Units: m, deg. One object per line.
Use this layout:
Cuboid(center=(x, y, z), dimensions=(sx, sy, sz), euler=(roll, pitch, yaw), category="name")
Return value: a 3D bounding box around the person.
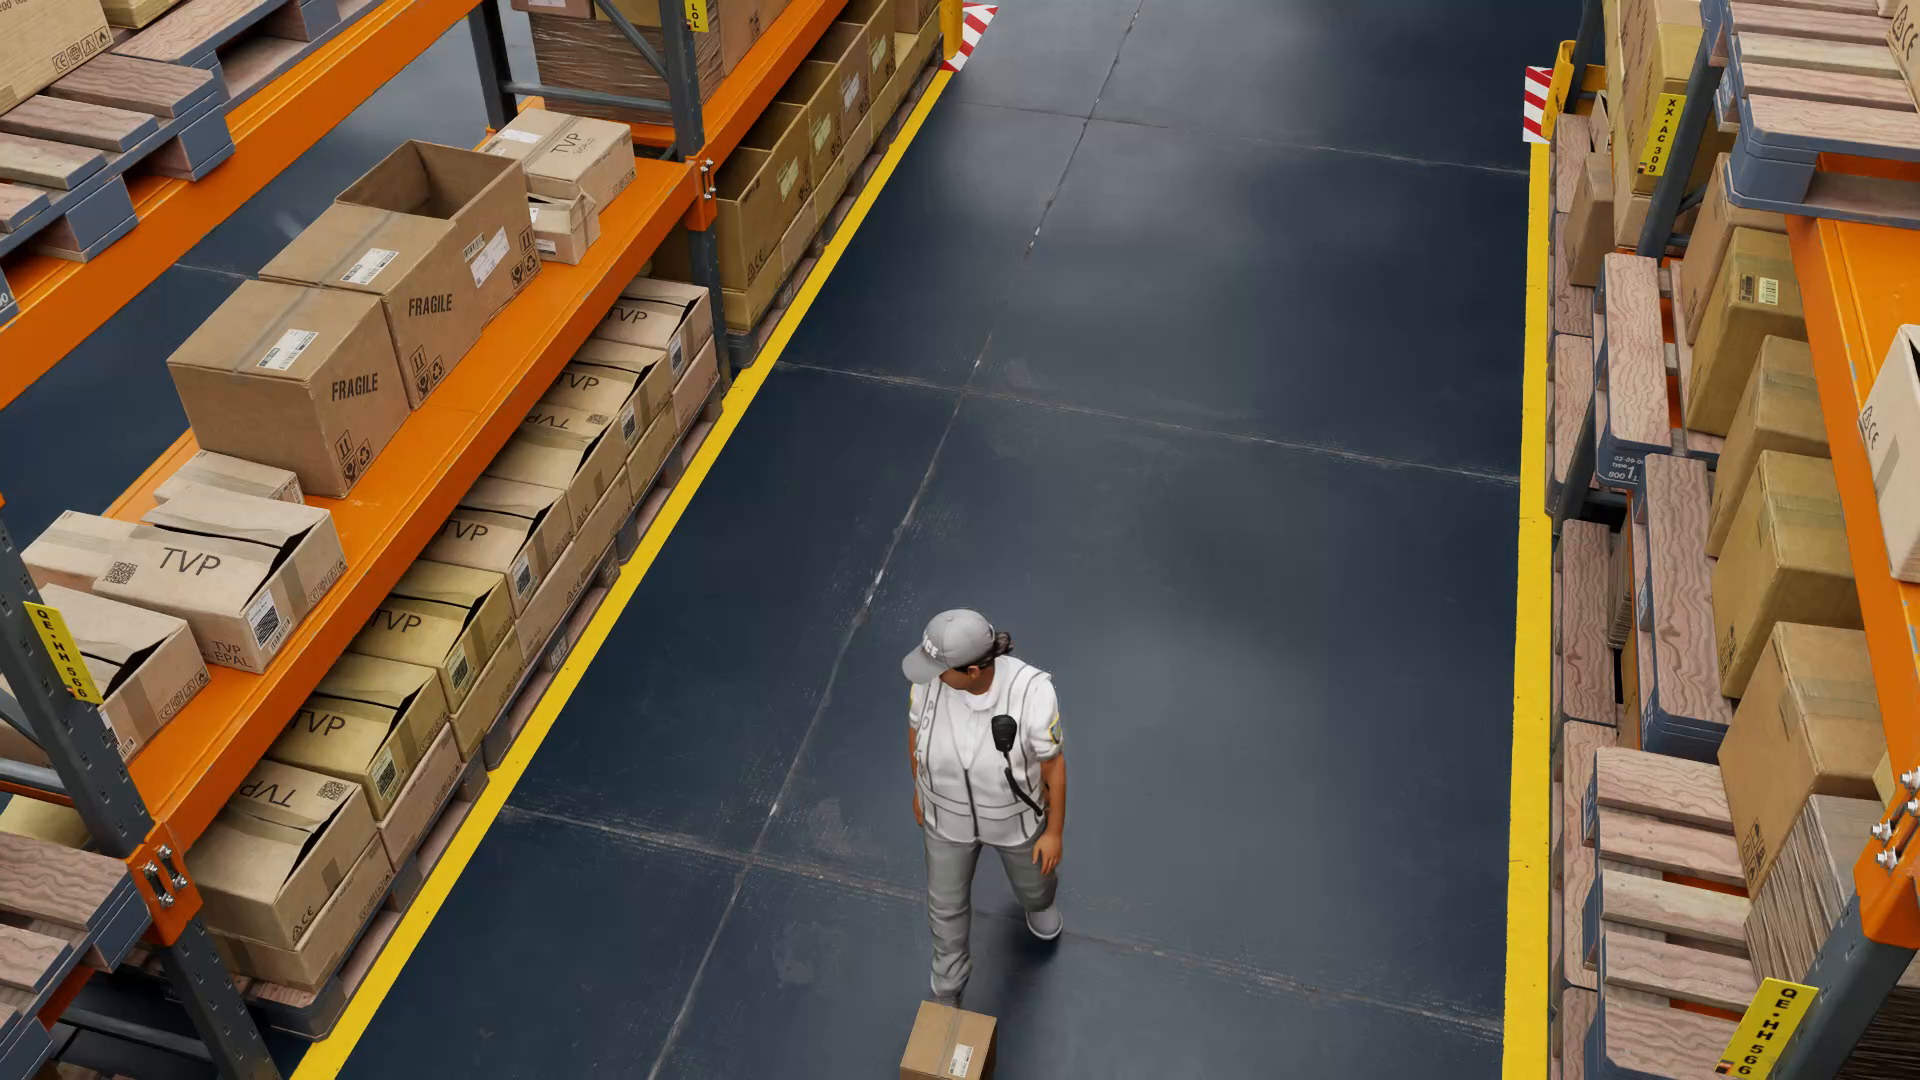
Cuboid(center=(0.078, 0.846, 5.180), dimensions=(0.509, 1.645, 0.714), euler=(6, 42, 7), category="person")
